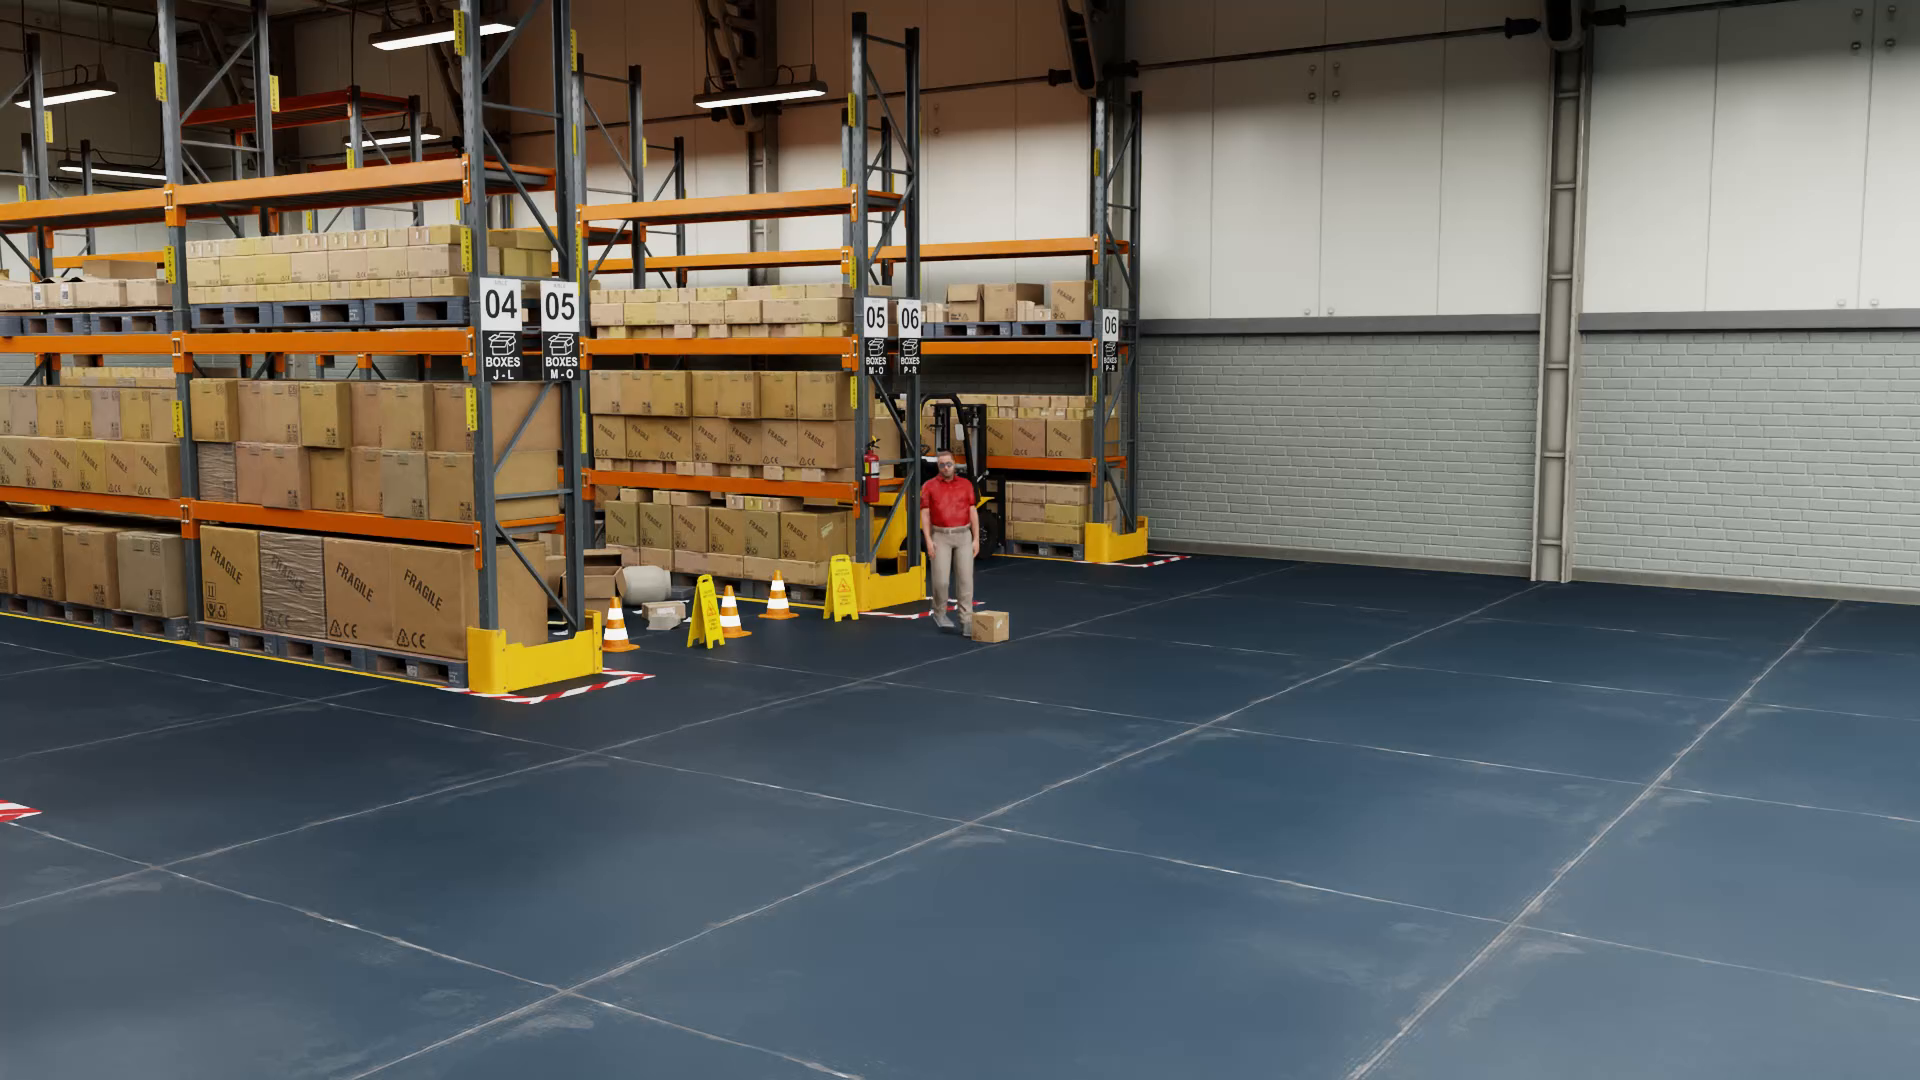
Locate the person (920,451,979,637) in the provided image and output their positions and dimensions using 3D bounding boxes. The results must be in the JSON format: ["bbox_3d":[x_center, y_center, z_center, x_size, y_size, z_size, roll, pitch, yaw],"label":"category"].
[{"bbox_3d":[-0.076,0.029,15.598,0.561,1.721,0.538,-2,7,-16],"label":"person"}]
